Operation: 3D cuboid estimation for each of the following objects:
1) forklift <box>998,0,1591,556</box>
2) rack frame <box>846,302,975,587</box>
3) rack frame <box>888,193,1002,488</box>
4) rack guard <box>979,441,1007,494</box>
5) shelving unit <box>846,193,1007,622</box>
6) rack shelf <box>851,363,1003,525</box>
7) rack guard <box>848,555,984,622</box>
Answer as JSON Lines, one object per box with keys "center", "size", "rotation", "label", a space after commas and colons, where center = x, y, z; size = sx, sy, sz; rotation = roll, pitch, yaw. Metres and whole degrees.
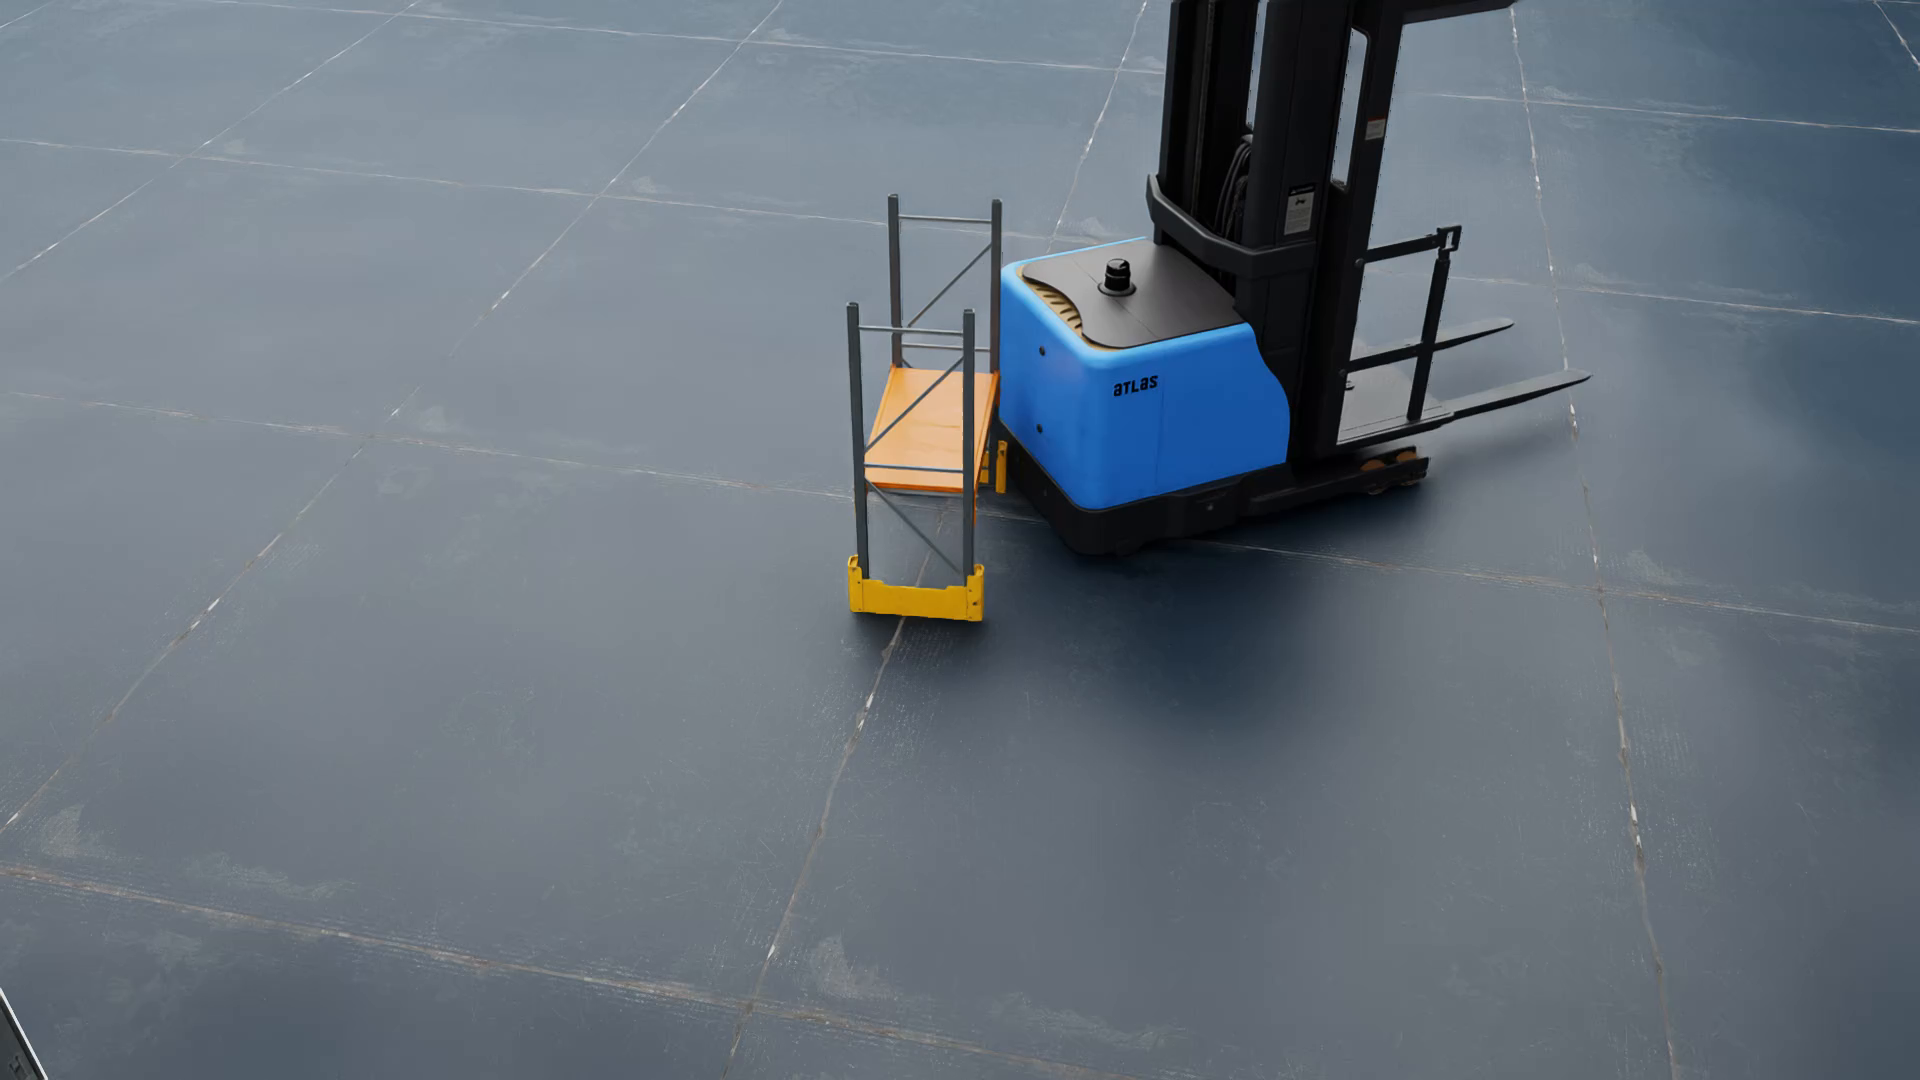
{"center": [1.723, -1.676, 7.565], "size": [3.031, 2.935, 1.130], "rotation": [-14, 38, -19], "label": "forklift"}
{"center": [-0.191, -0.294, 6.877], "size": [0.500, 1.500, 0.032], "rotation": [4, 36, 6], "label": "rack frame"}
{"center": [-0.066, -0.886, 7.694], "size": [0.500, 1.500, 0.032], "rotation": [4, 36, 6], "label": "rack frame"}
{"center": [-0.068, -0.368, 8.045], "size": [0.587, 0.250, 0.087], "rotation": [4, 36, 6], "label": "rack guard"}
{"center": [-0.130, -0.584, 7.278], "size": [0.587, 1.500, 1.083], "rotation": [4, 36, 6], "label": "shelving unit"}
{"center": [-0.129, -0.444, 7.391], "size": [0.538, 0.185, 1.000], "rotation": [4, 36, 6], "label": "rack shelf"}
{"center": [-0.191, 0.212, 7.245], "size": [0.587, 0.250, 0.087], "rotation": [4, 36, 6], "label": "rack guard"}
